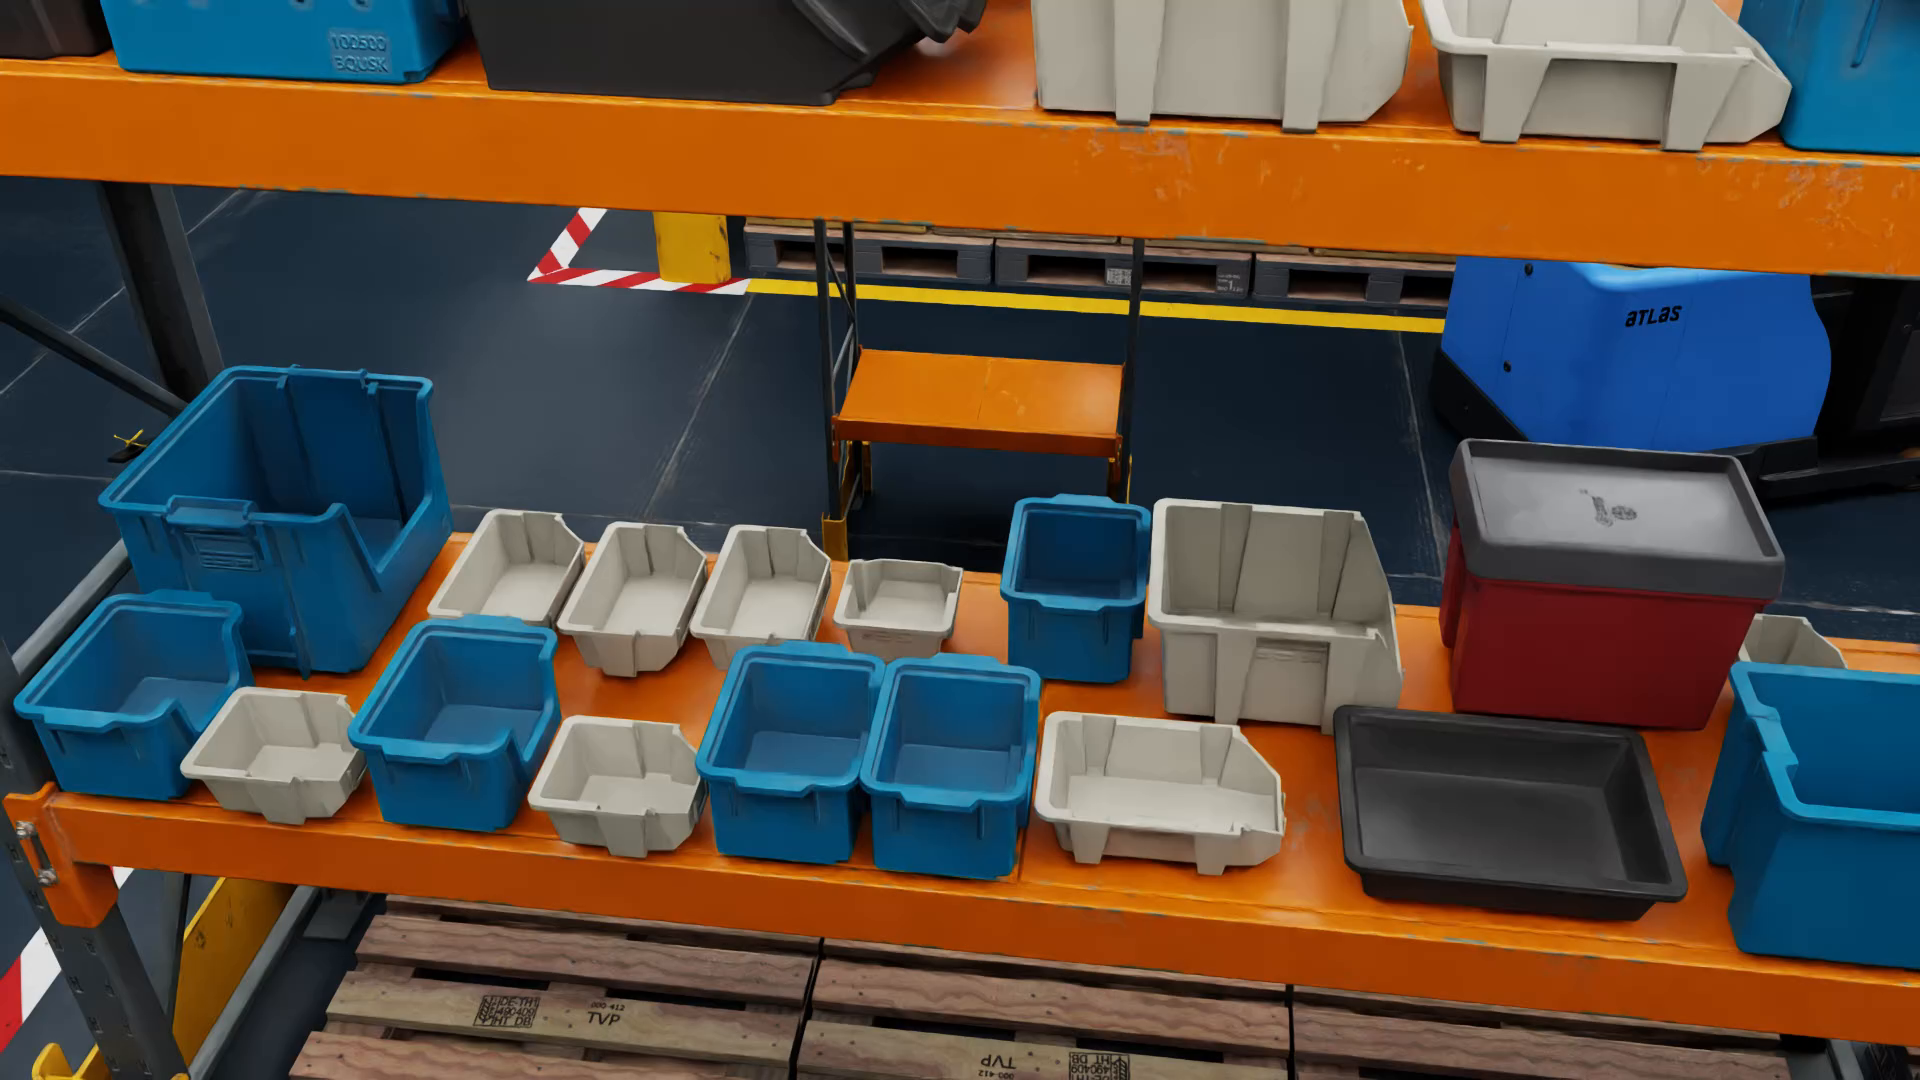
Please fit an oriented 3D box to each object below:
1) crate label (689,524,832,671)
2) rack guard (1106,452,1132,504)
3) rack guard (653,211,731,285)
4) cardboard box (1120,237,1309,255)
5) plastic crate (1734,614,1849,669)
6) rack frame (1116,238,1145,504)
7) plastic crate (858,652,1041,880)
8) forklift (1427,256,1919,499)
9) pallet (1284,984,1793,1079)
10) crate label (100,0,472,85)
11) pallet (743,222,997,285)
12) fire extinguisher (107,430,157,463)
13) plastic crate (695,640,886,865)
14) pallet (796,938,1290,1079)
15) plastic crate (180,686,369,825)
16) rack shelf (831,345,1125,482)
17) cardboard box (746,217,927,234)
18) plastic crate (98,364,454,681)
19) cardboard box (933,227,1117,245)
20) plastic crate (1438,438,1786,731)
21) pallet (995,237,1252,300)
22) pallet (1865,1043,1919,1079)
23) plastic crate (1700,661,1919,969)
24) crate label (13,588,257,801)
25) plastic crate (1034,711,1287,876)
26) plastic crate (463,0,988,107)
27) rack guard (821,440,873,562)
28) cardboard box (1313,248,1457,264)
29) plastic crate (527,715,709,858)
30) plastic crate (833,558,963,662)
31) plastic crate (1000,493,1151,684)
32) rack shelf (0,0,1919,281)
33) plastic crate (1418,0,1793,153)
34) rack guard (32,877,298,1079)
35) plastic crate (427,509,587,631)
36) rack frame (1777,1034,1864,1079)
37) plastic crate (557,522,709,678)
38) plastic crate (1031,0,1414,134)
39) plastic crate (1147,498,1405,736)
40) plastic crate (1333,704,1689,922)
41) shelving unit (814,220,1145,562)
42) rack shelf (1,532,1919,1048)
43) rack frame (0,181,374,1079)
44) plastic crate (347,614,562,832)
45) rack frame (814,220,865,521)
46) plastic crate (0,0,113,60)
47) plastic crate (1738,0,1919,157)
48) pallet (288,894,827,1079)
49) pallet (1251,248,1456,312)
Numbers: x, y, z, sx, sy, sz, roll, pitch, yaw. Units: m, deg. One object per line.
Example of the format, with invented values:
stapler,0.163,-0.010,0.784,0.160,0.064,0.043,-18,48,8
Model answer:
crate label,-0.423,0.142,3.645,0.243,0.136,0.396,4,36,6
rack guard,0.570,-0.059,6.118,0.087,0.250,0.587,4,36,6
rack guard,-1.212,-1.772,8.302,0.348,0.500,1.175,4,36,6
cardboard box,1.242,-1.959,7.881,0.875,0.875,0.875,4,36,6
plastic crate,1.704,0.328,3.383,0.243,0.136,0.396,4,36,6
rack frame,0.589,-0.567,5.753,0.032,1.500,0.500,4,36,6
plastic crate,-0.013,0.438,3.147,0.300,0.233,0.416,4,36,6
forklift,3.532,-1.682,6.083,3.031,2.935,1.130,-8,36,-11
pallet,1.414,1.465,4.015,1.213,0.211,1.003,4,36,6
crate label,-0.946,-0.840,2.390,0.502,0.251,0.408,4,36,6
pallet,-0.386,-1.638,8.364,1.213,0.211,1.003,4,36,6
fire extinguisher,-1.911,-0.023,4.088,0.183,0.674,0.296,4,36,6
plastic crate,-0.311,0.415,3.178,0.300,0.233,0.416,4,36,6
pallet,0.200,1.376,4.140,1.213,0.211,1.003,4,36,6
plastic crate,-1.309,0.429,3.243,0.298,0.136,0.250,4,36,6
rack shelf,0.085,-0.458,5.910,1.000,0.185,0.538,4,36,6
cardboard box,-0.544,-2.092,8.067,0.875,0.875,0.875,4,36,6
plastic crate,-1.464,-0.055,3.663,0.499,0.435,0.616,4,36,6
cardboard box,0.359,-2.025,7.973,0.875,0.875,0.875,4,36,6
plastic crate,1.294,0.101,3.419,0.583,0.464,0.402,4,36,6
pallet,0.821,-1.547,8.236,1.213,0.211,1.003,4,36,6
pallet,2.908,1.578,3.857,1.213,0.211,1.003,4,36,6
plastic crate,1.641,0.506,2.921,0.575,0.384,0.392,4,36,6
crate label,-1.617,0.318,3.315,0.303,0.233,0.416,4,36,6
plastic crate,0.382,0.490,3.157,0.466,0.136,0.293,4,36,6
plastic crate,-0.339,-0.858,2.341,0.767,0.338,0.504,4,36,6
rack guard,-0.418,-0.133,6.221,0.087,0.250,0.587,4,36,6
cardboard box,2.134,-1.893,7.787,0.875,0.875,0.875,4,36,6
plastic crate,-0.636,0.479,3.172,0.298,0.136,0.250,4,36,6
plastic crate,-0.127,0.153,3.629,0.250,0.136,0.298,4,36,6
plastic crate,0.250,0.114,3.600,0.300,0.233,0.416,4,36,6
rack shelf,0.164,-0.714,2.705,4.000,0.370,1.077,4,36,6
plastic crate,0.838,-0.626,2.190,0.466,0.136,0.293,4,36,6
rack guard,-1.845,1.089,4.293,0.348,0.500,1.175,4,36,6
plastic crate,-0.988,0.105,3.696,0.243,0.136,0.396,4,36,6
rack frame,2.148,0.362,3.160,0.127,3.000,1.000,4,36,6
plastic crate,-0.702,0.135,3.654,0.243,0.136,0.396,4,36,6
plastic crate,0.339,-0.765,2.259,0.530,0.282,0.437,4,36,6
plastic crate,0.657,0.167,3.484,0.530,0.282,0.437,4,36,6
plastic crate,1.003,0.522,3.122,0.590,0.125,0.437,4,36,6
shelving unit,0.076,-0.605,5.806,1.083,1.500,0.587,4,36,6
rack shelf,0.164,0.507,3.577,4.000,0.370,1.077,4,36,6
rack frame,-1.820,0.066,3.575,0.127,3.000,1.000,4,36,6
plastic crate,-0.964,0.367,3.247,0.300,0.233,0.416,4,36,6
rack frame,-0.420,-0.642,5.858,0.032,1.500,0.500,4,36,6
plastic crate,-1.473,-0.912,2.477,0.590,0.269,0.497,4,36,6
plastic crate,1.204,-0.674,2.174,0.300,0.233,0.416,4,36,6
pallet,-1.006,1.285,4.268,1.213,0.211,1.003,4,36,6
pallet,2.034,-1.458,8.111,1.213,0.211,1.003,4,36,6
